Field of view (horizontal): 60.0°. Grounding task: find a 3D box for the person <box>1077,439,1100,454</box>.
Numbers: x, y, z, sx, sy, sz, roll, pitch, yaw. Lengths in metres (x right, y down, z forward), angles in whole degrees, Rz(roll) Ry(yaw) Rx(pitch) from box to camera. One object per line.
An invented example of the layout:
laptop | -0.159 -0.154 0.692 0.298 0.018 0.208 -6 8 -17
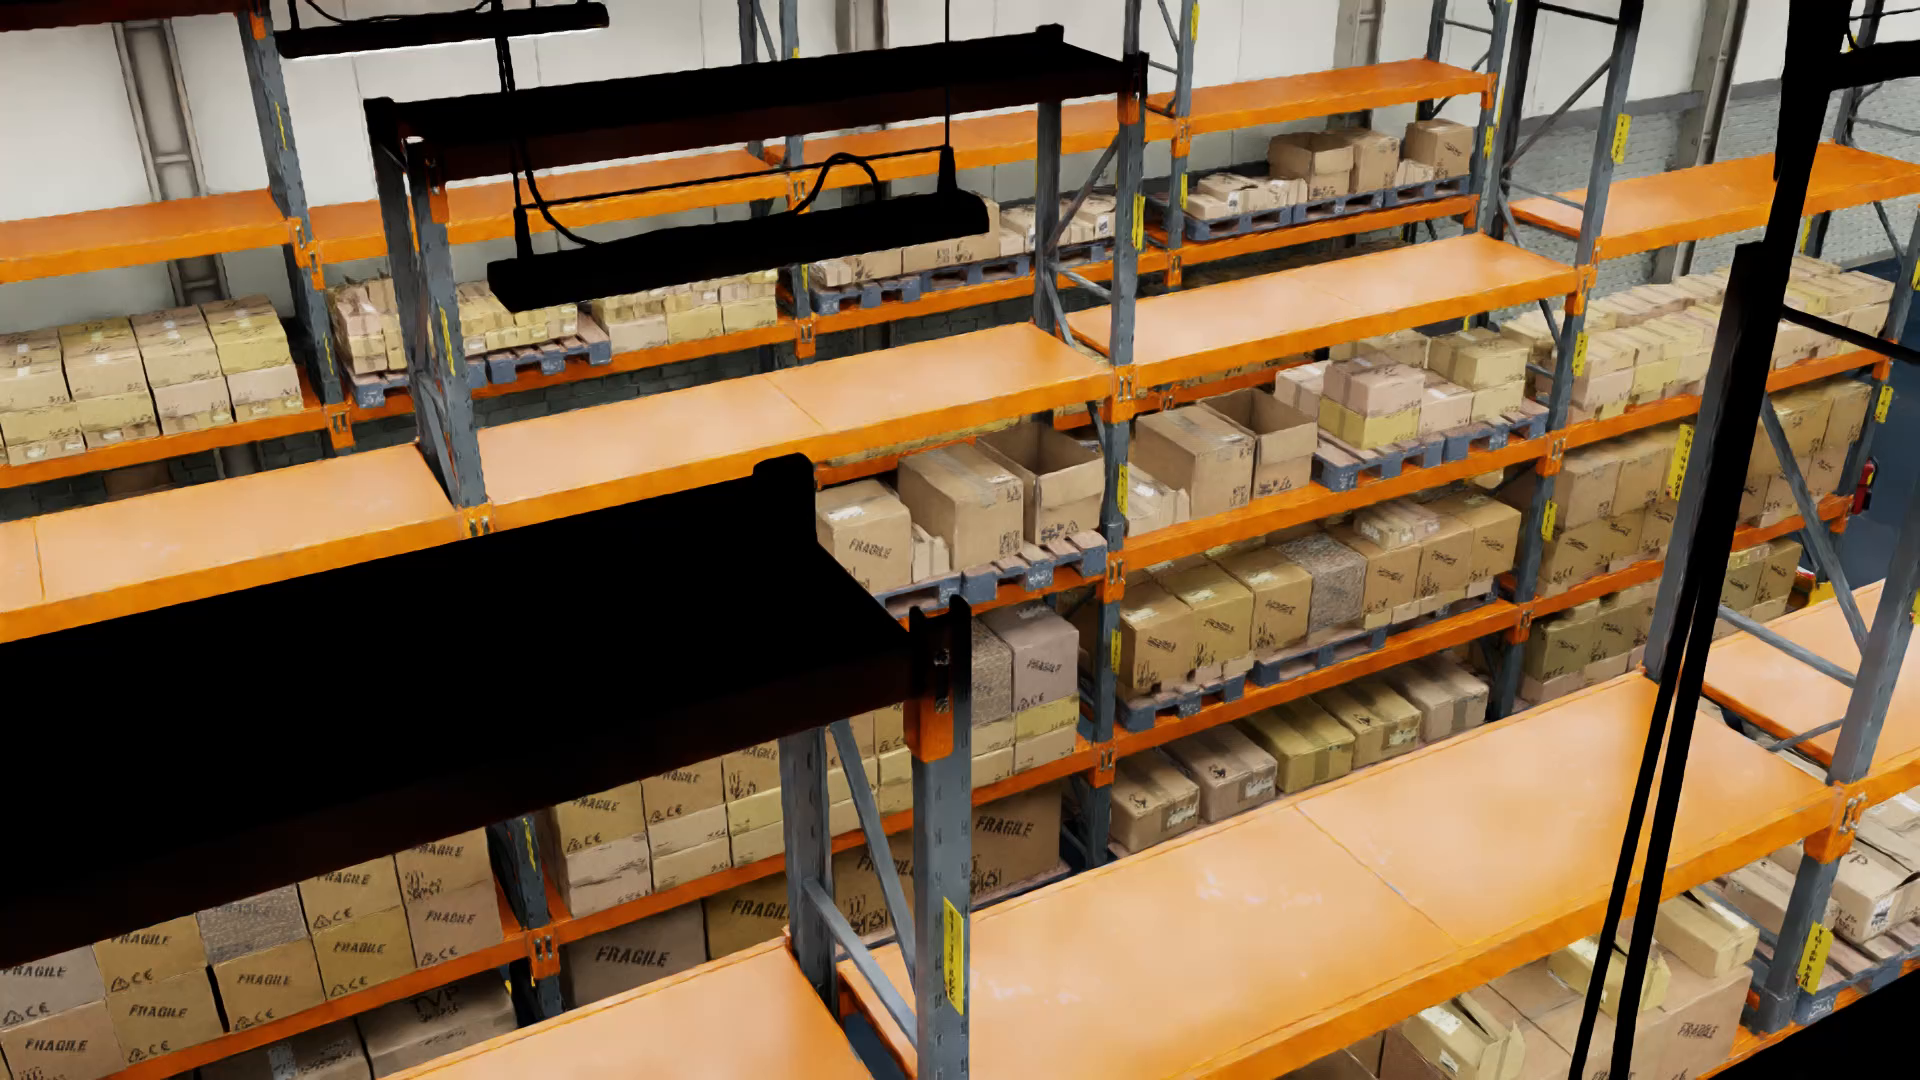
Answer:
person | 1.157 -0.163 15.494 0.582 1.665 0.542 -1 28 -2
